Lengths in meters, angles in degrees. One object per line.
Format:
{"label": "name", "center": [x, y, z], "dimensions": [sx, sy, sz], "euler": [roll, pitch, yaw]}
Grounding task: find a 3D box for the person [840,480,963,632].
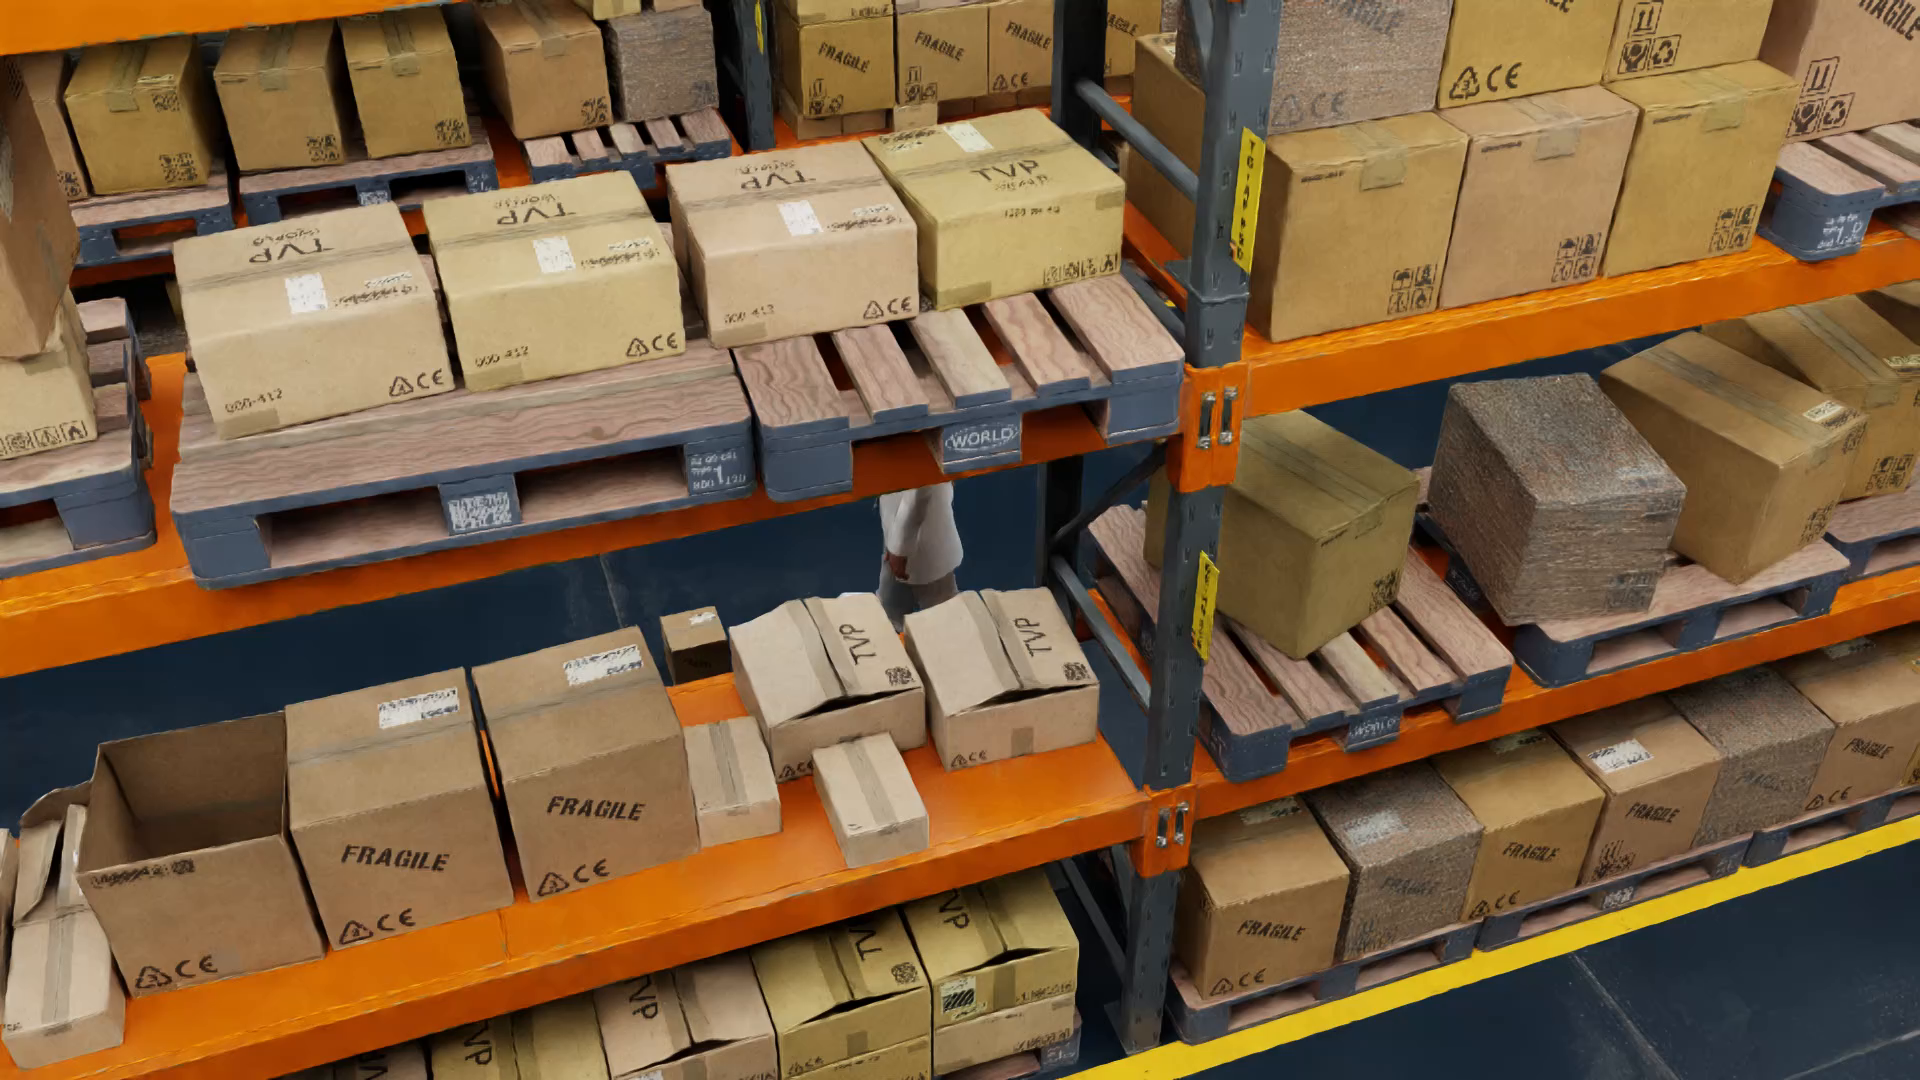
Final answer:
{"label": "person", "center": [-0.225, -0.151, 6.969], "dimensions": [0.714, 1.759, 0.736], "euler": [2, 37, 3]}
